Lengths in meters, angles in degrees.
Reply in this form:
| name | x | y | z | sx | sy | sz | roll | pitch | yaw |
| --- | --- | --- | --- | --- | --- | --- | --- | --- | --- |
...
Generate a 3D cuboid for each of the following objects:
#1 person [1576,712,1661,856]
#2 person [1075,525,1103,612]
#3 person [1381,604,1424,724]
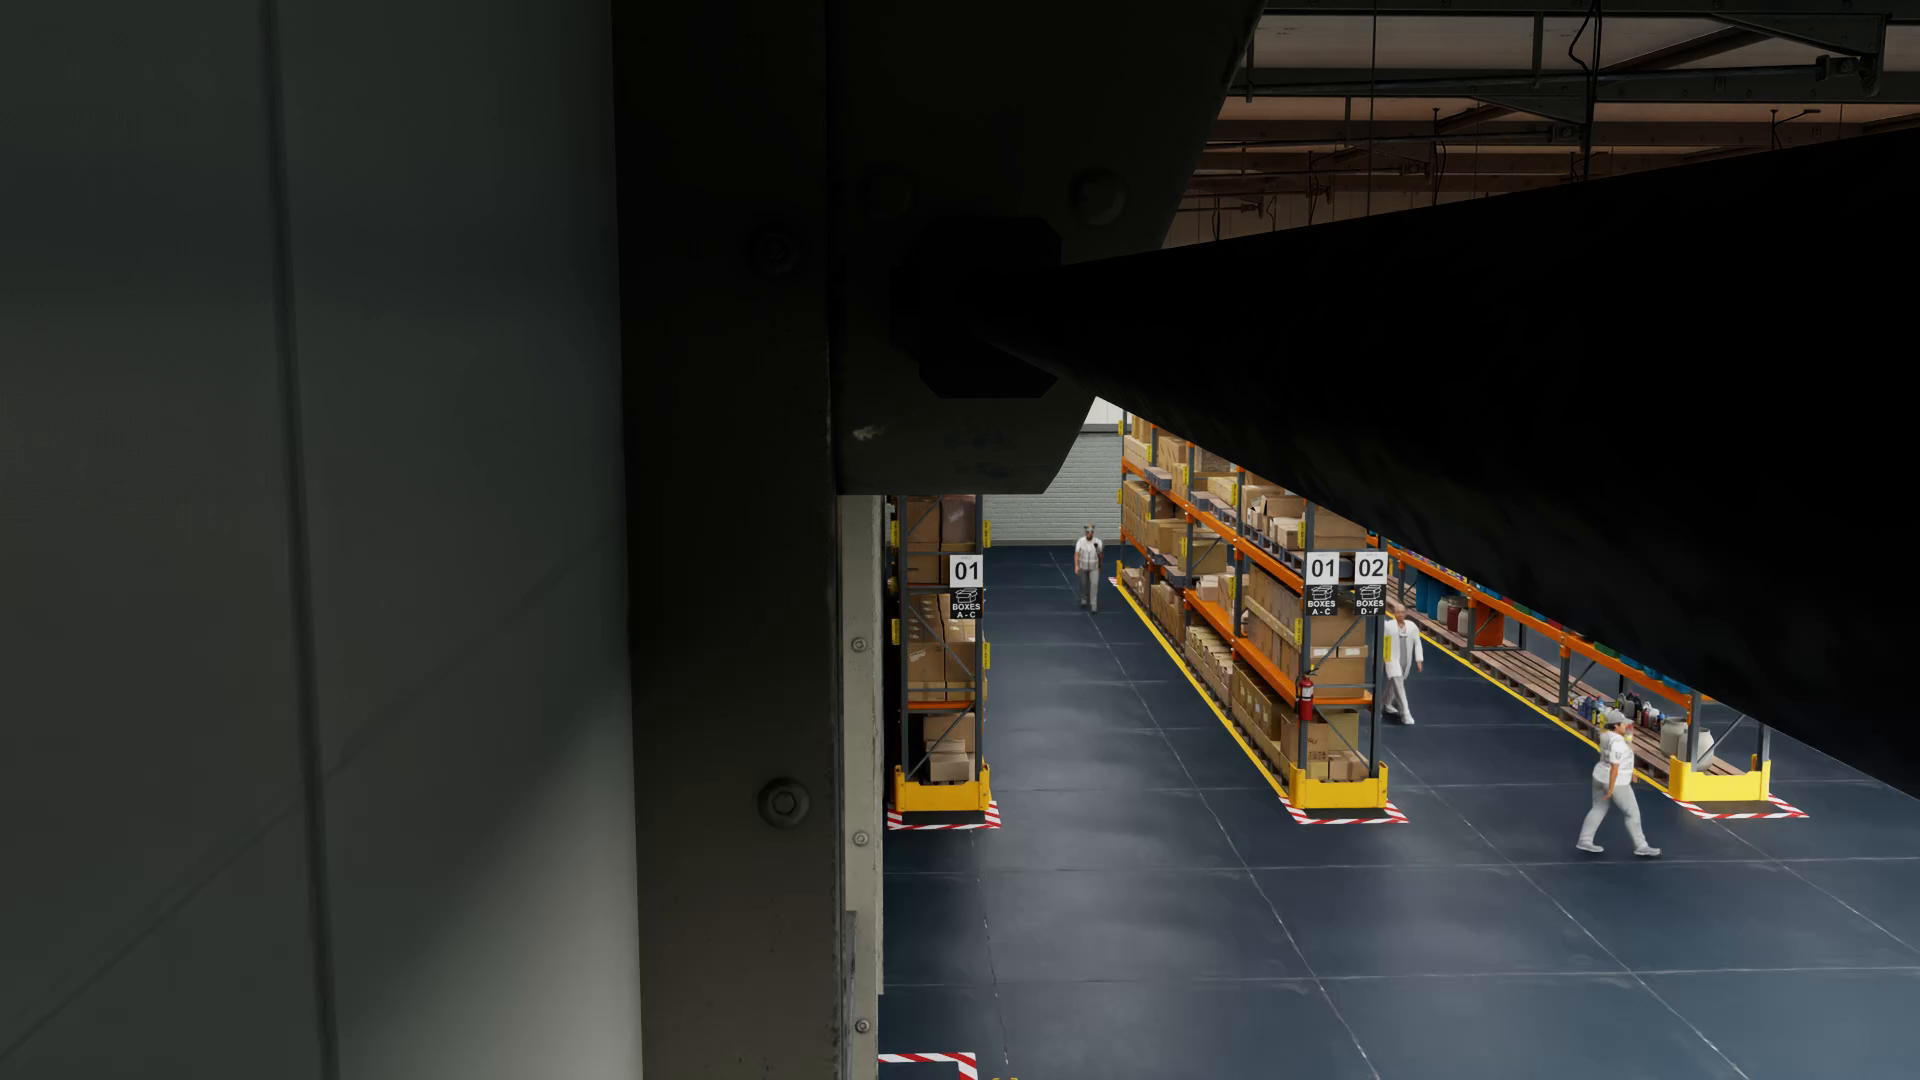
| name | x | y | z | sx | sy | sz | roll | pitch | yaw |
| --- | --- | --- | --- | --- | --- | --- | --- | --- | --- |
| person | 7.485 | 2.749 | 18.866 | 0.860 | 1.624 | 0.504 | -2 | 9 | -10 |
| person | 2.595 | 0.532 | 33.458 | 0.583 | 1.700 | 1.077 | 0 | 8 | 1 |
| person | 6.586 | 1.811 | 24.773 | 0.565 | 1.710 | 1.132 | -3 | 9 | -19 |
